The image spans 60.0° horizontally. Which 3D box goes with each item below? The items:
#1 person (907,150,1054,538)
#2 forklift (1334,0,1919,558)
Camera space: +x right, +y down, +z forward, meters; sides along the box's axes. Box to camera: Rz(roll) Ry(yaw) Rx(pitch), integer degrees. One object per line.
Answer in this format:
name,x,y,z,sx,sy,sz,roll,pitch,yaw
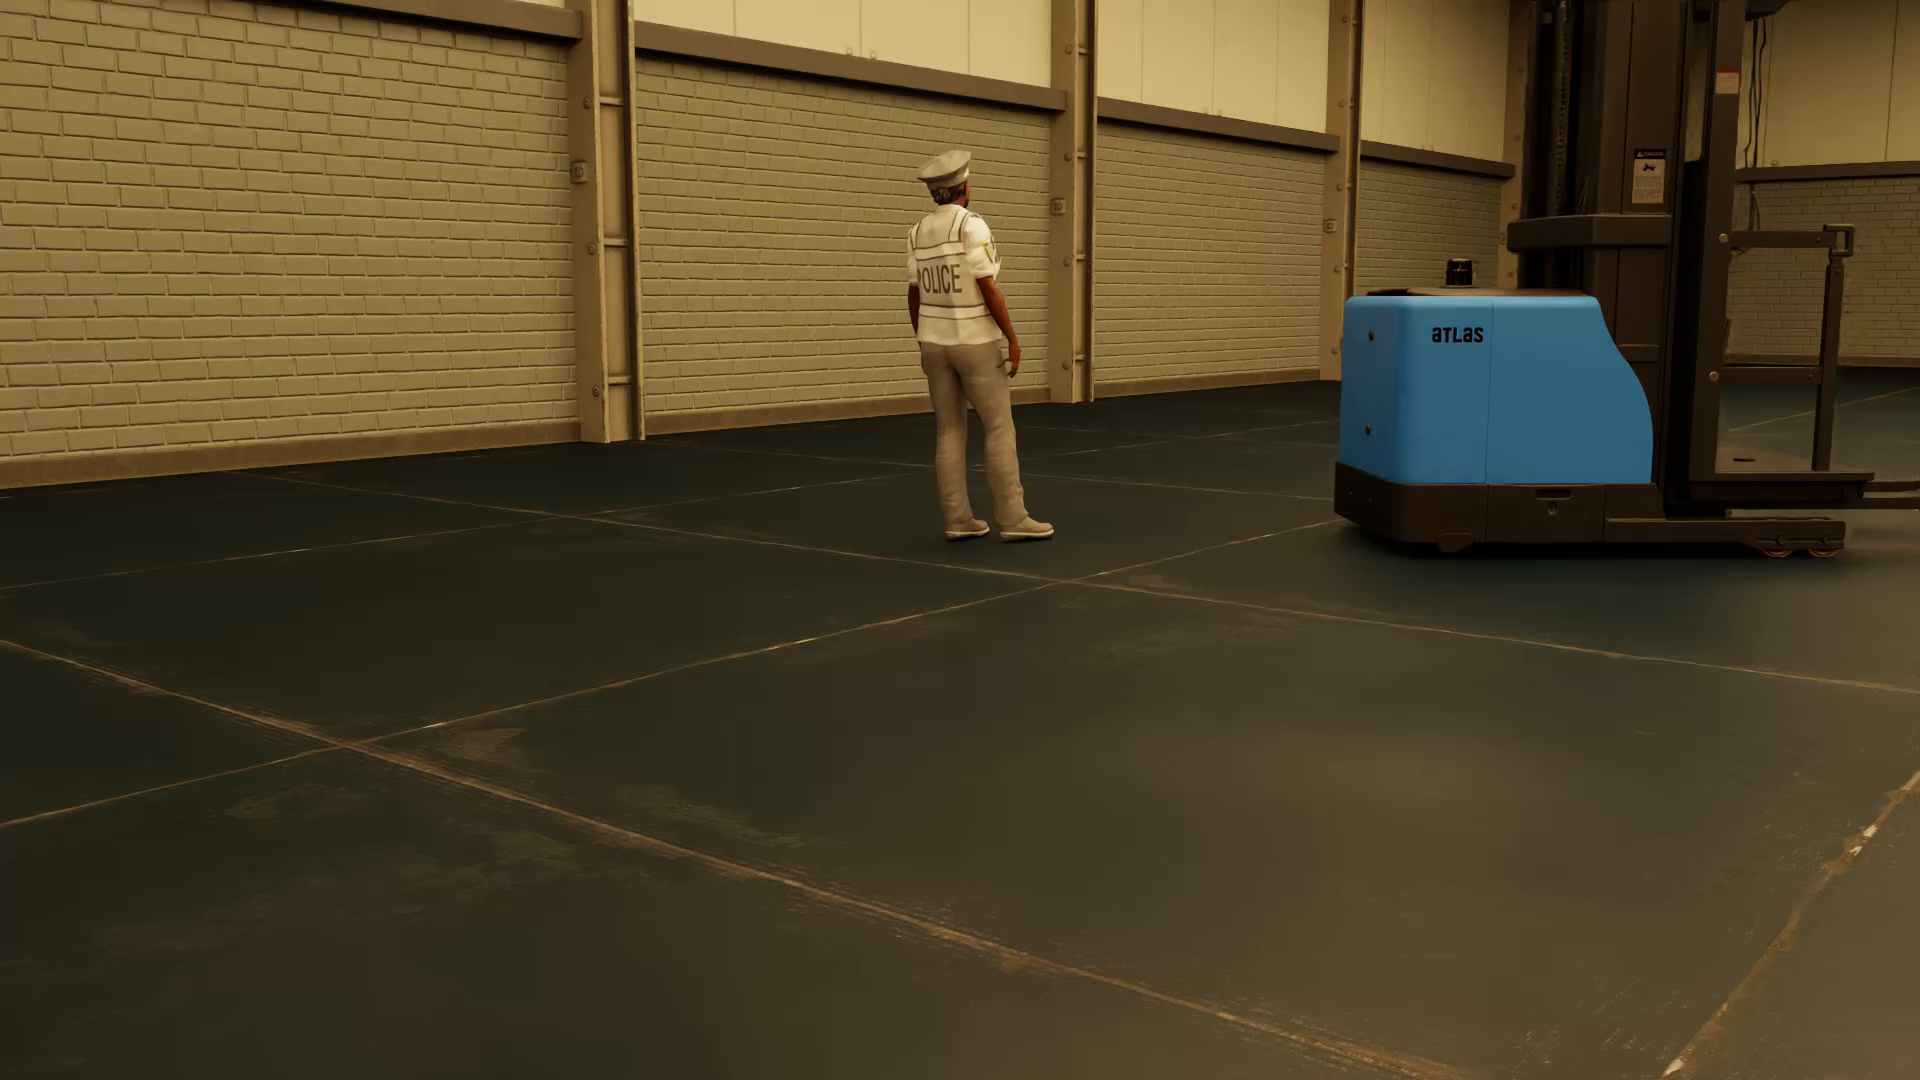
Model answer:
person,0.063,-0.847,7.327,0.569,1.685,0.528,7,11,38
forklift,3.278,-1.452,7.202,3.031,2.935,1.130,0,8,-2
